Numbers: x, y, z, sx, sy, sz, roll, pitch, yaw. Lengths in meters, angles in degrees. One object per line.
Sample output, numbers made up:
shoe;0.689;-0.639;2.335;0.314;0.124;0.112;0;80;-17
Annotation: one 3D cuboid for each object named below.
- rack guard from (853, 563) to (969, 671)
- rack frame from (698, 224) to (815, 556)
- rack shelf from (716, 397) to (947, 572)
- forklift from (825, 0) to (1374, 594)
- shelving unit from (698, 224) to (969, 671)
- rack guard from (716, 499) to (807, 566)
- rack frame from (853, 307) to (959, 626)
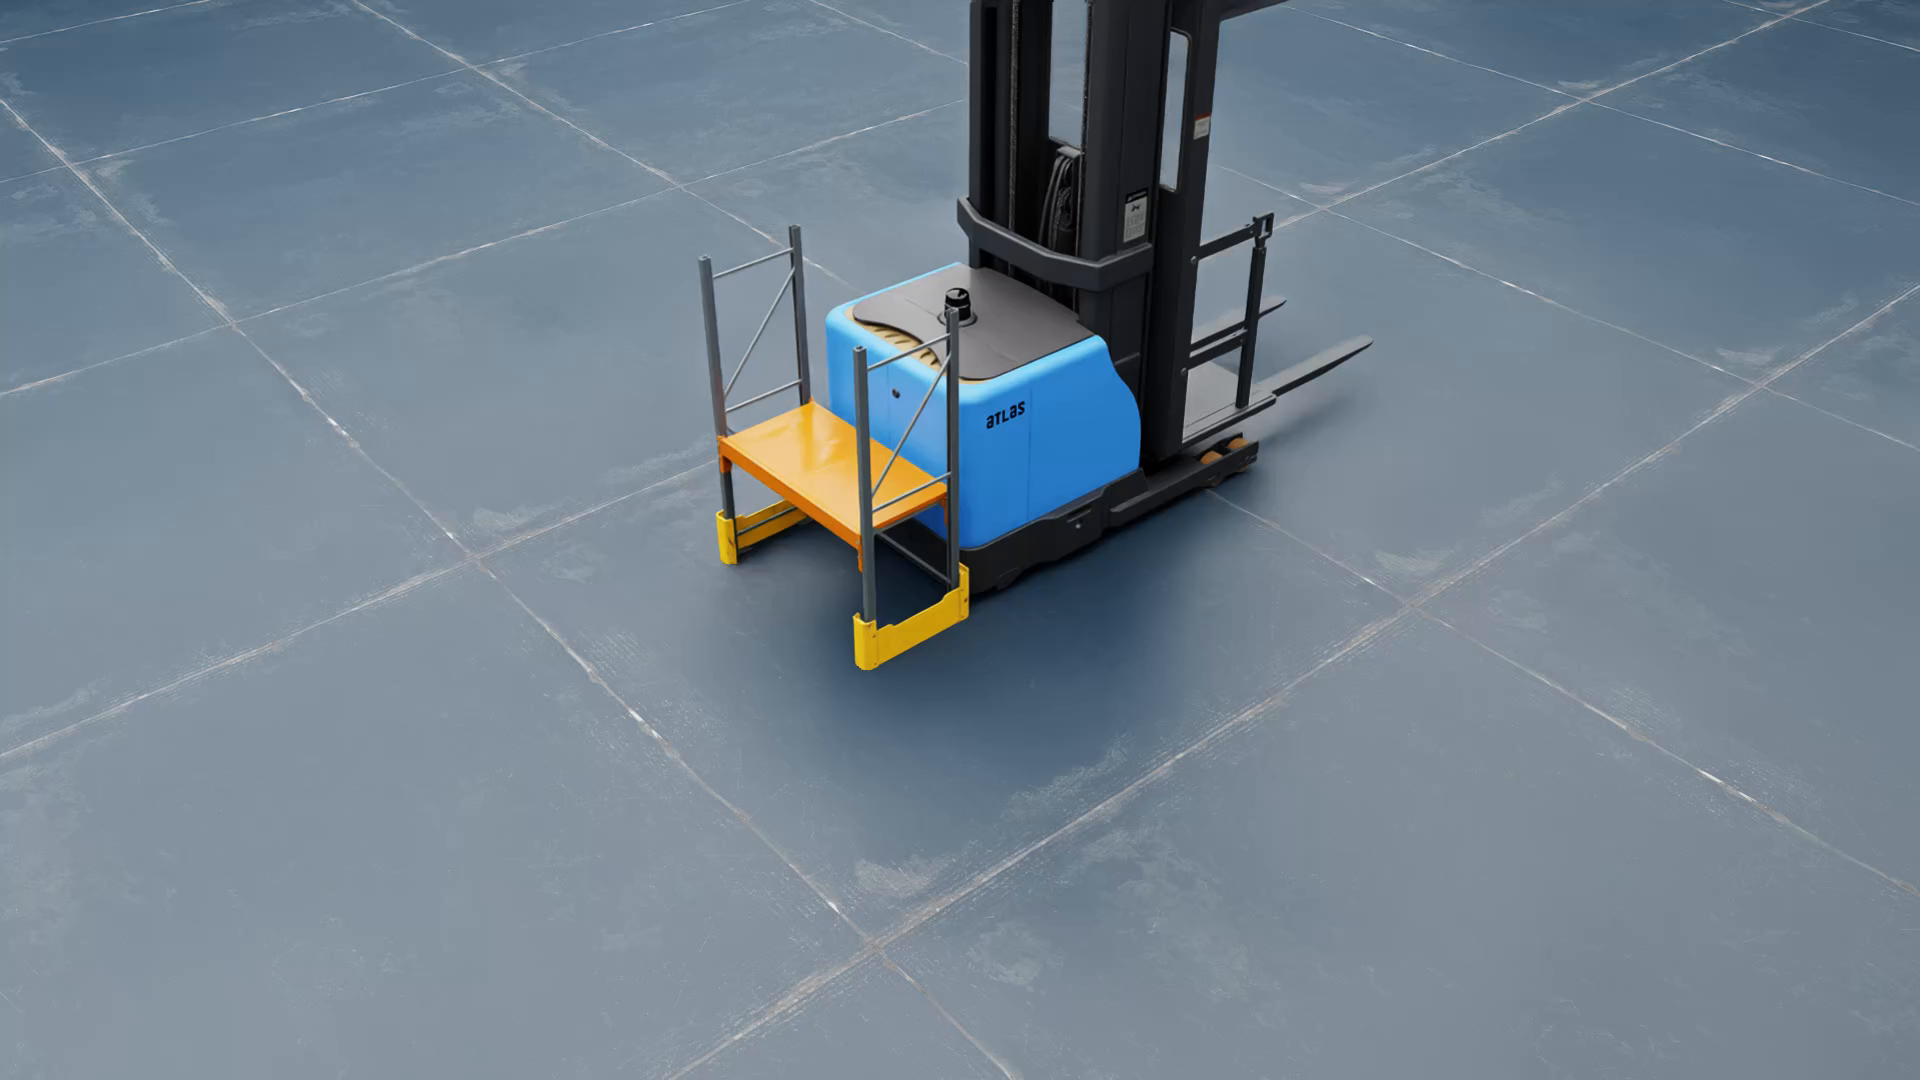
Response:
rack guard;-0.201;0.324;7.077;0.587;0.250;0.087;-27;43;-33
rack frame;-0.871;-0.627;7.338;0.500;1.500;0.032;-27;43;-33
rack shelf;-0.536;-0.260;7.131;0.538;0.185;1.000;-27;43;-33
forklift;0.842;-1.669;7.571;3.031;2.935;1.130;-26;43;-32
shelving unit;-0.530;-0.403;7.021;0.587;1.500;1.083;-27;43;-33
rack guard;-0.858;-0.109;7.688;0.587;0.250;0.087;-27;43;-33
rack frame;-0.200;-0.186;6.715;0.500;1.500;0.032;-27;43;-33
